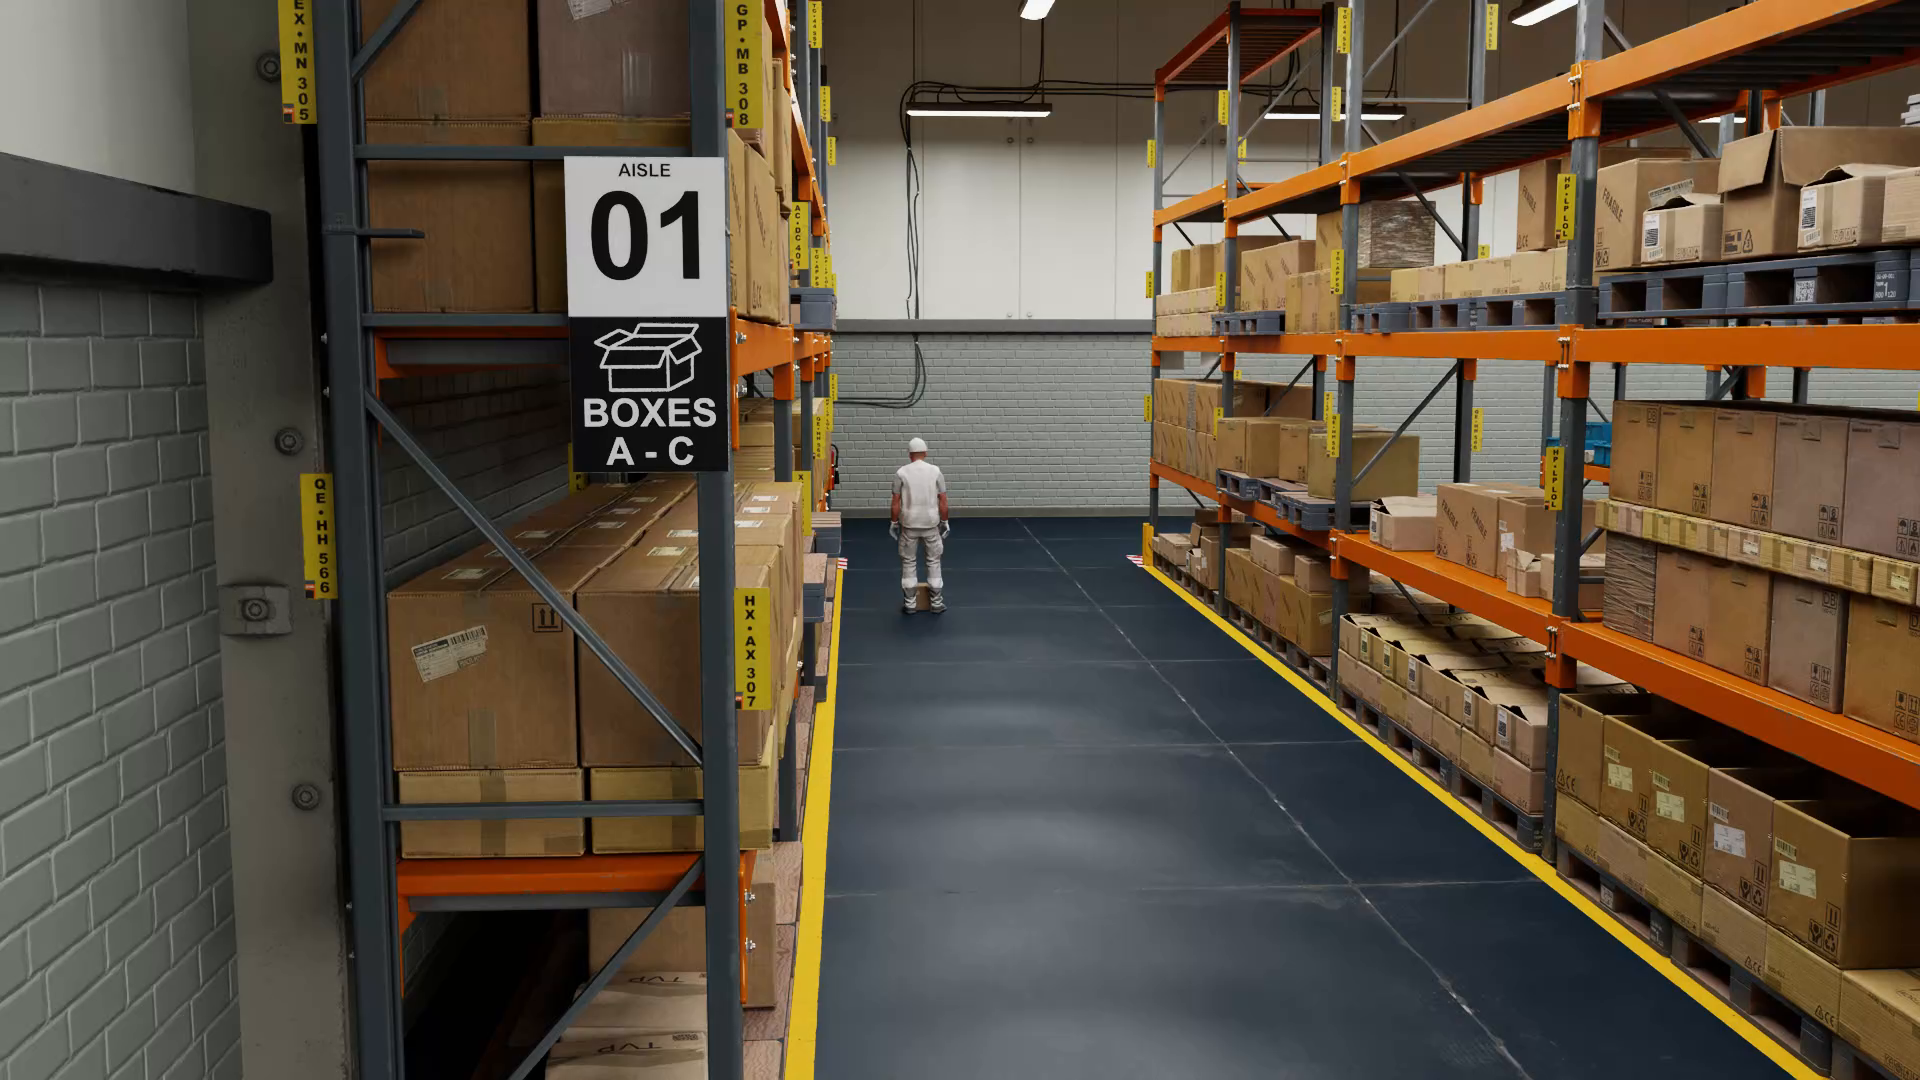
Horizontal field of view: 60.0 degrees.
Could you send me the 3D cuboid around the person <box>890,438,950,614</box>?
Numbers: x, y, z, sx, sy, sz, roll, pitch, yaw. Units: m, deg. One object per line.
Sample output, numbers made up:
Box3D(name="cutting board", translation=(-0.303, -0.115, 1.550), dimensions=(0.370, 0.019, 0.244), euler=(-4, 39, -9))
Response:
Box3D(name="person", translation=(-0.407, -0.146, 16.906), dimensions=(0.608, 1.779, 0.453), euler=(0, 7, -4))
